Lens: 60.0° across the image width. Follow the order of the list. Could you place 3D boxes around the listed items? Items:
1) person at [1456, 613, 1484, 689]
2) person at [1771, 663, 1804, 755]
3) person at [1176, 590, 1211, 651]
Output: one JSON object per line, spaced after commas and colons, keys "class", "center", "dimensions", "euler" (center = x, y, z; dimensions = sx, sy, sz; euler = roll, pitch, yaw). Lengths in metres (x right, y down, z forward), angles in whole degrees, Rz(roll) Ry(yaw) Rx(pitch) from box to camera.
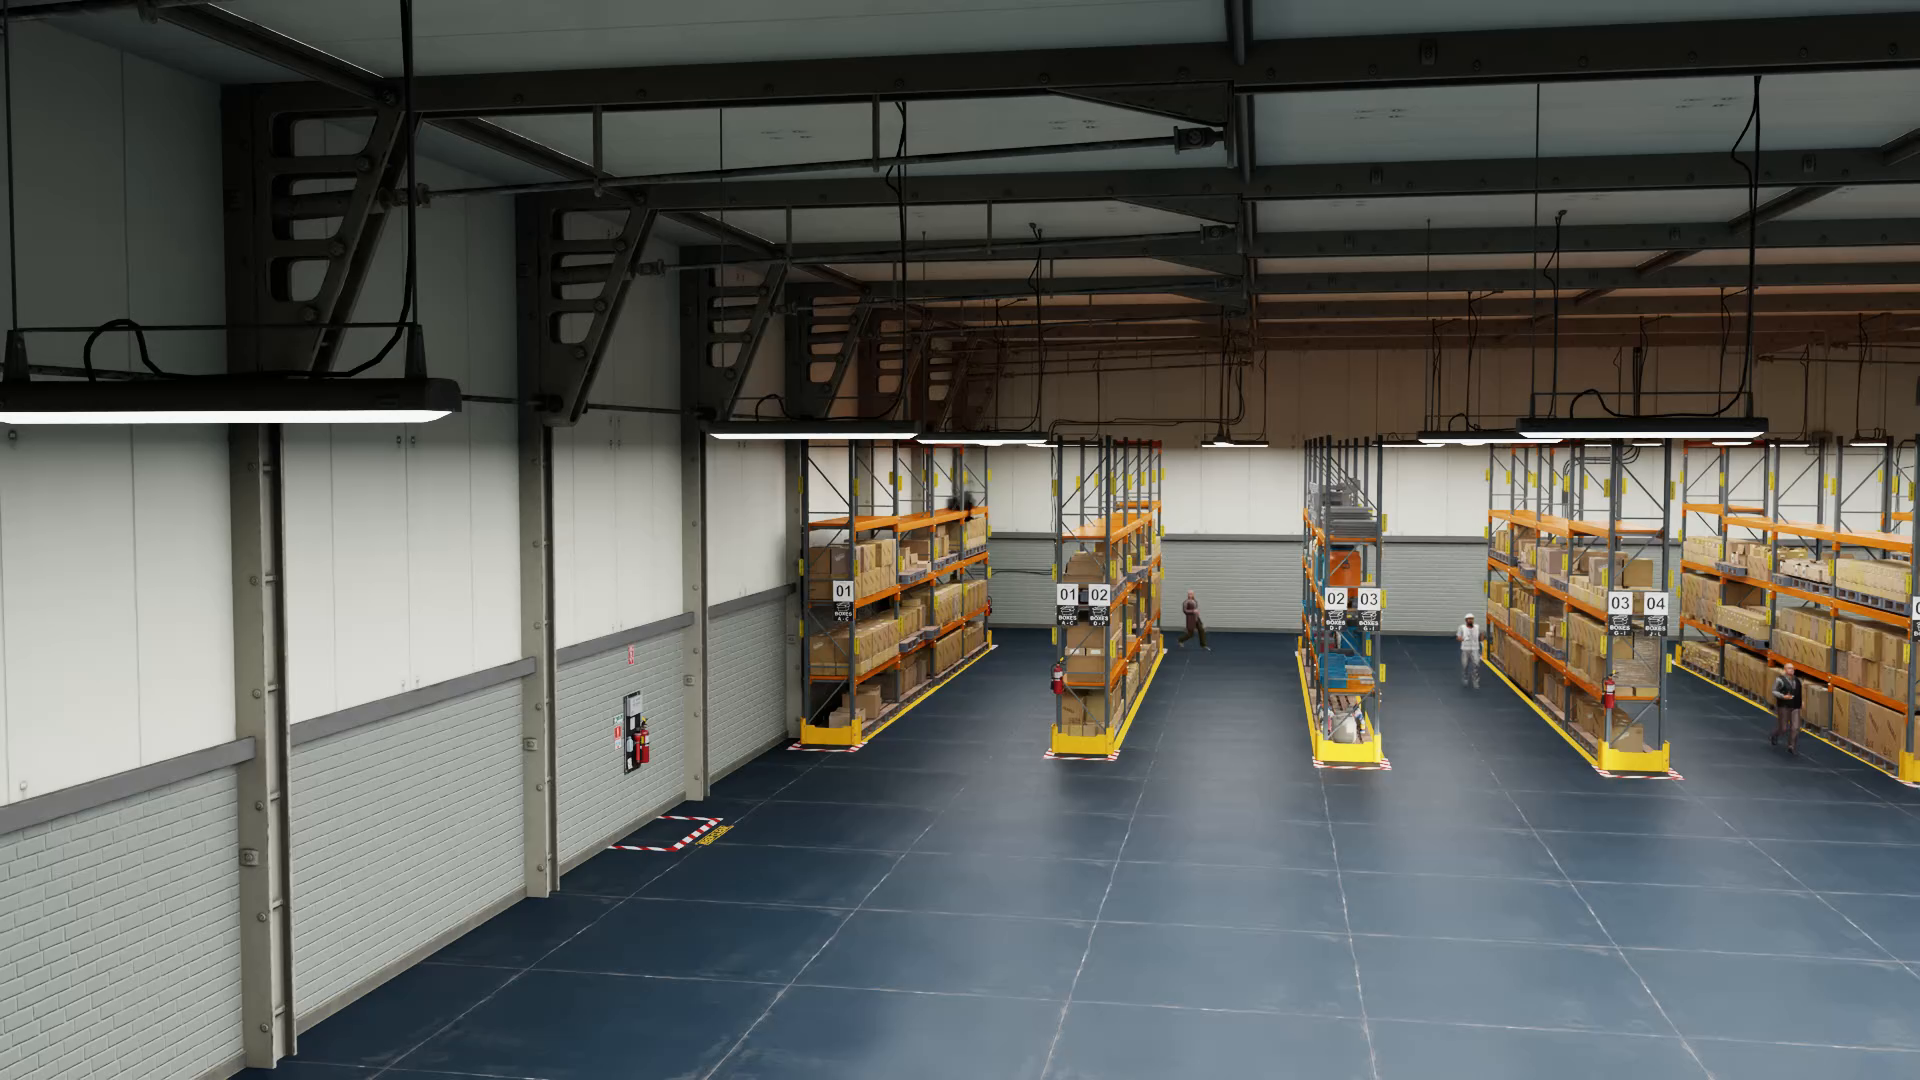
{"class": "person", "center": [12.274, 2.677, 39.978], "dimensions": [0.667, 1.824, 0.739], "euler": [1, 3, 11]}
{"class": "person", "center": [15.630, 3.170, 31.409], "dimensions": [0.665, 1.693, 0.775], "euler": [0, 3, 1]}
{"class": "person", "center": [6.611, 2.300, 47.540], "dimensions": [0.993, 1.762, 0.725], "euler": [3, 4, 43]}
